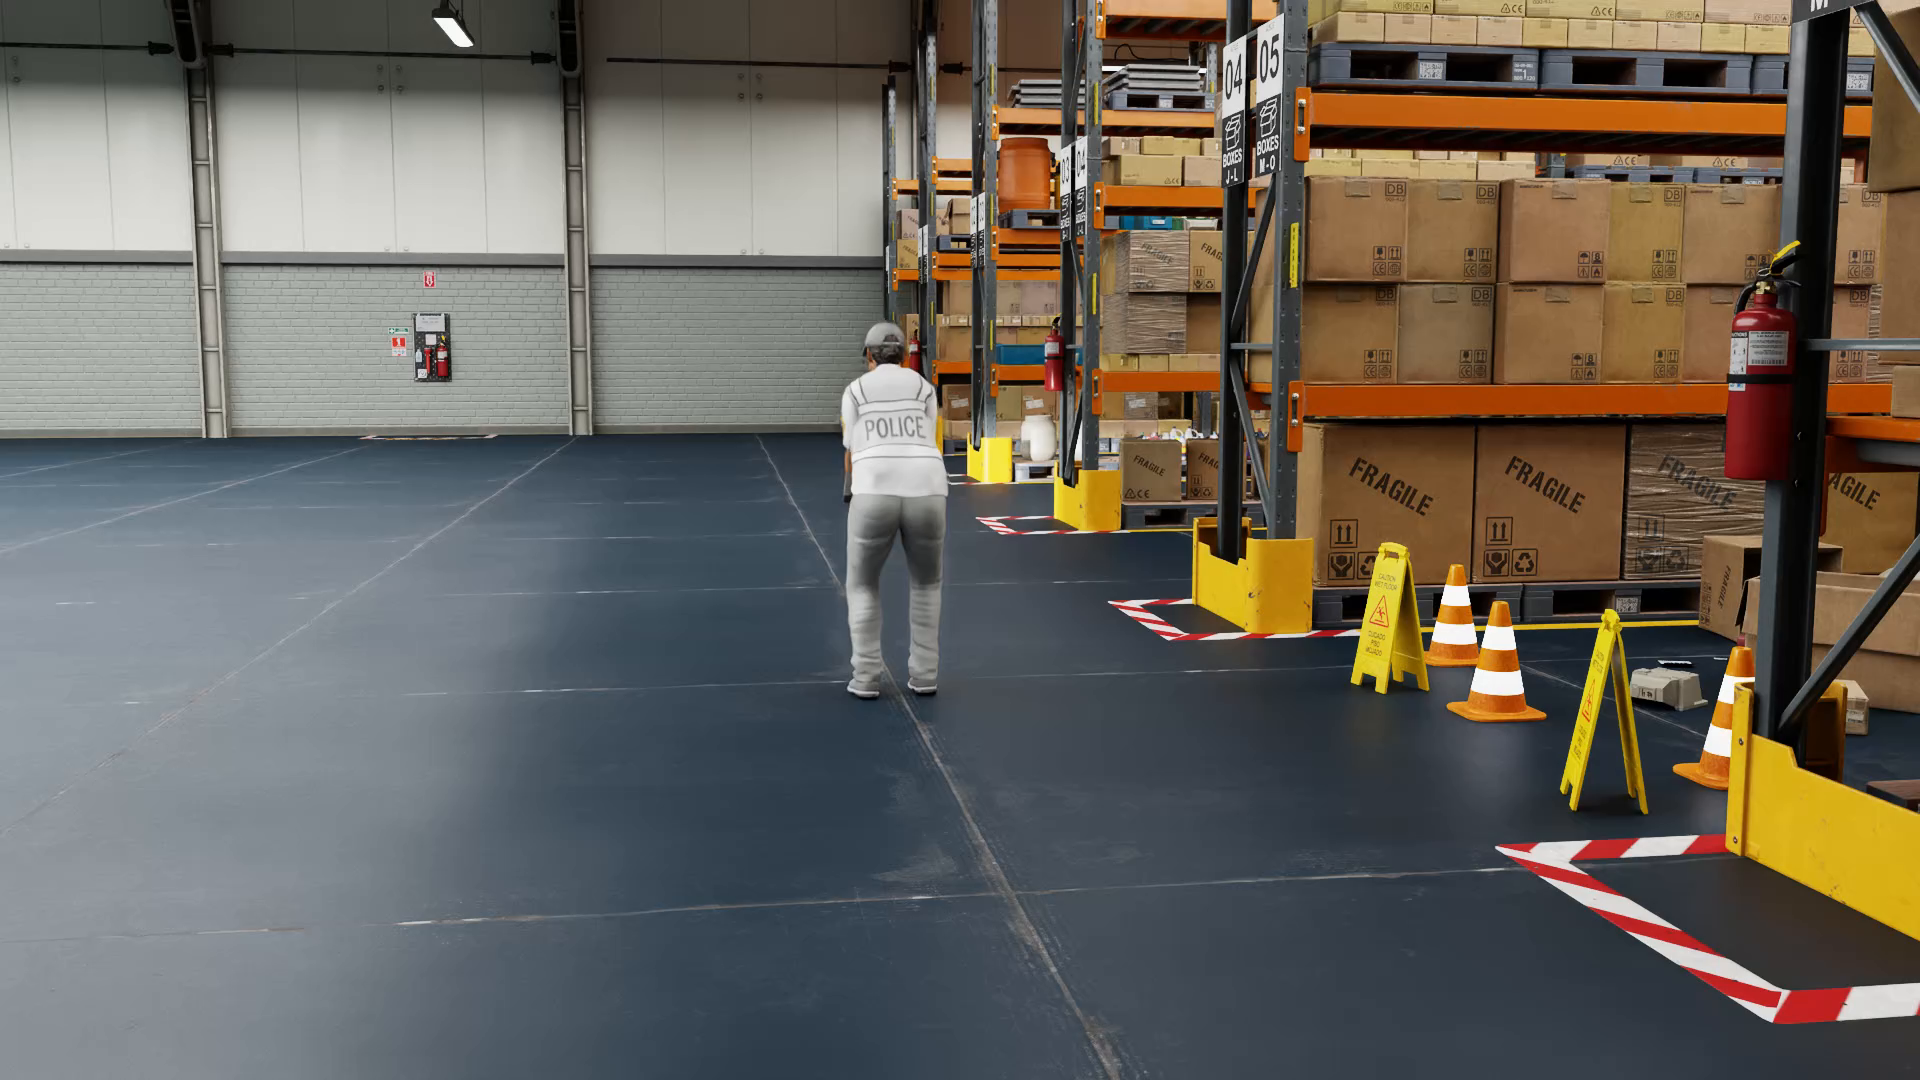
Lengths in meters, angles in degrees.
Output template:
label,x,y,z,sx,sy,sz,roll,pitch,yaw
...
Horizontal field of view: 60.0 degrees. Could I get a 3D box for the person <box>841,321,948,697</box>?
label,x,y,z,sx,sy,sz,roll,pitch,yaw
person,-0.293,-0.136,7.229,0.452,1.623,0.593,-1,7,-10
